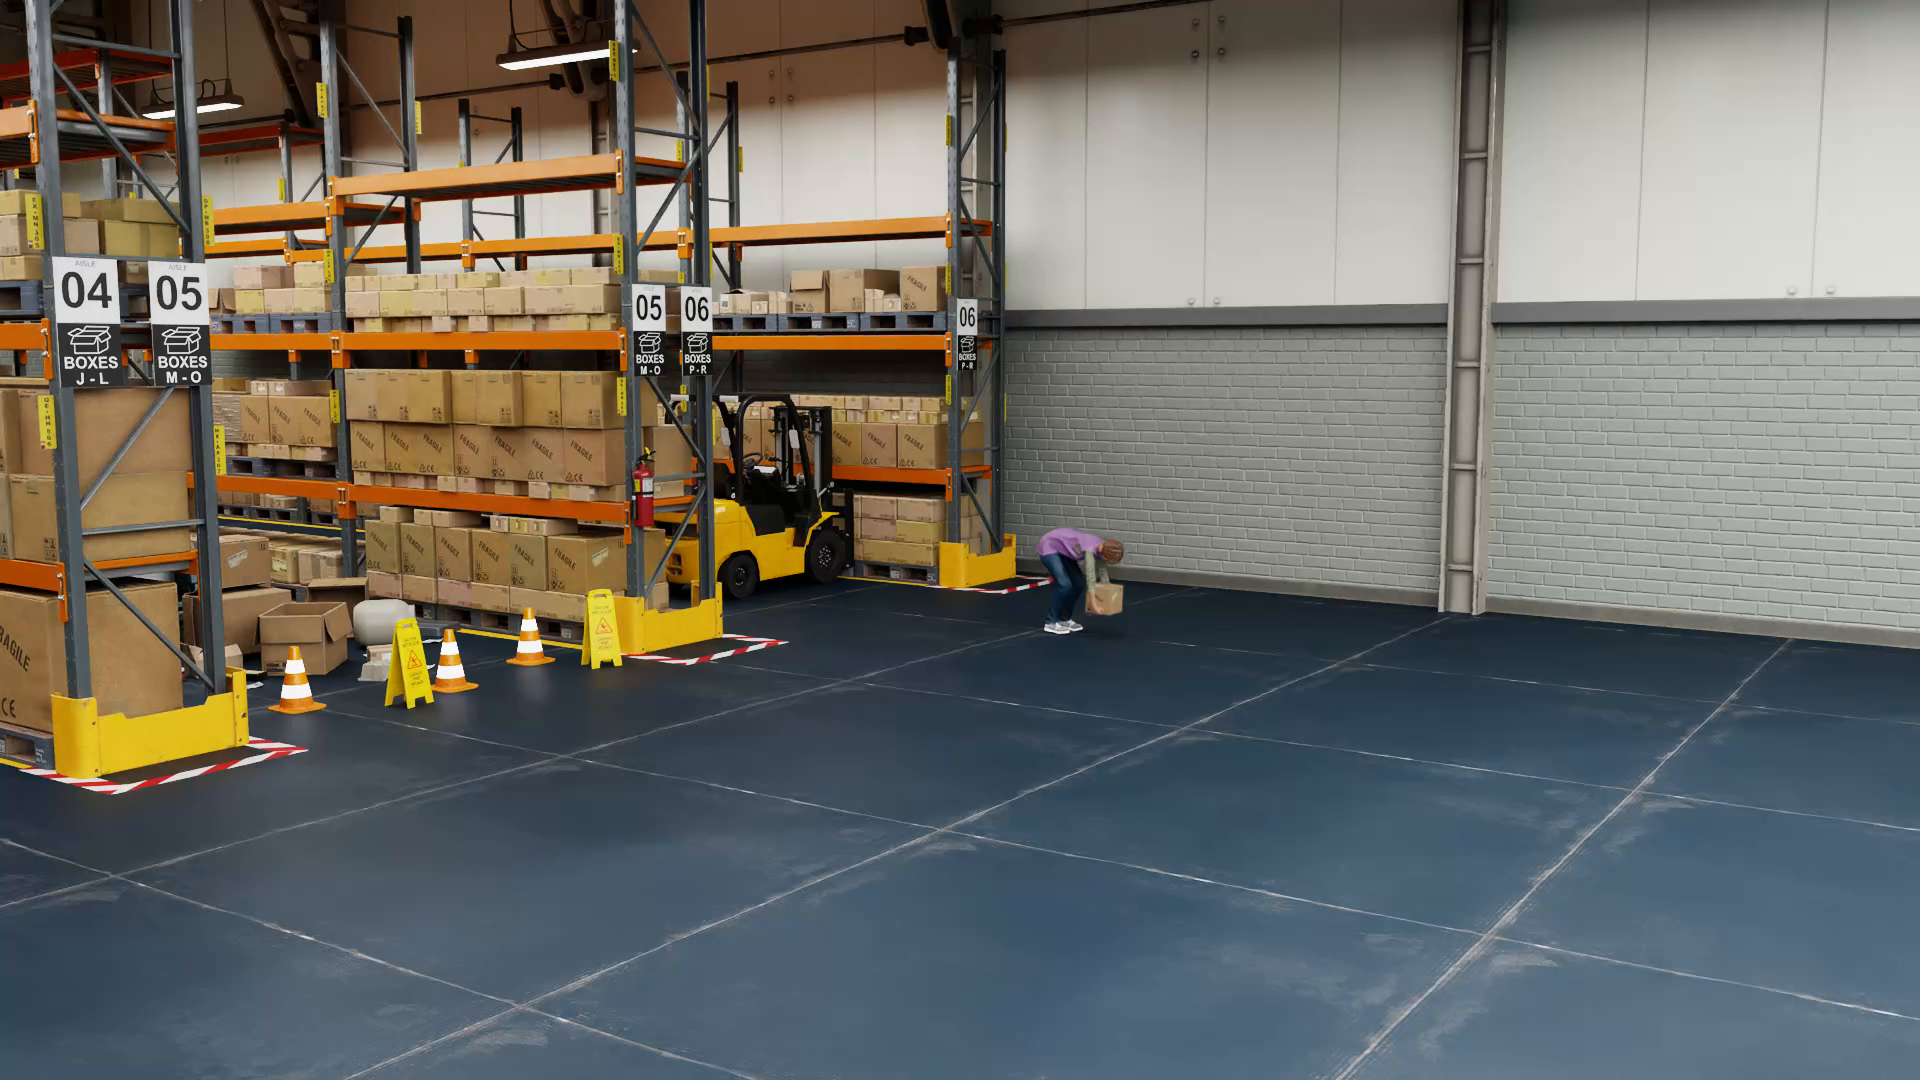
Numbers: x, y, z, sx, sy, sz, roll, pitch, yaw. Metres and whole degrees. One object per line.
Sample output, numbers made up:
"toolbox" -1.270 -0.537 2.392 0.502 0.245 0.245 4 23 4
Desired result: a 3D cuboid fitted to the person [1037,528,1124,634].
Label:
"person" 1.126 0.390 15.504 0.871 0.980 0.403 4 8 31
